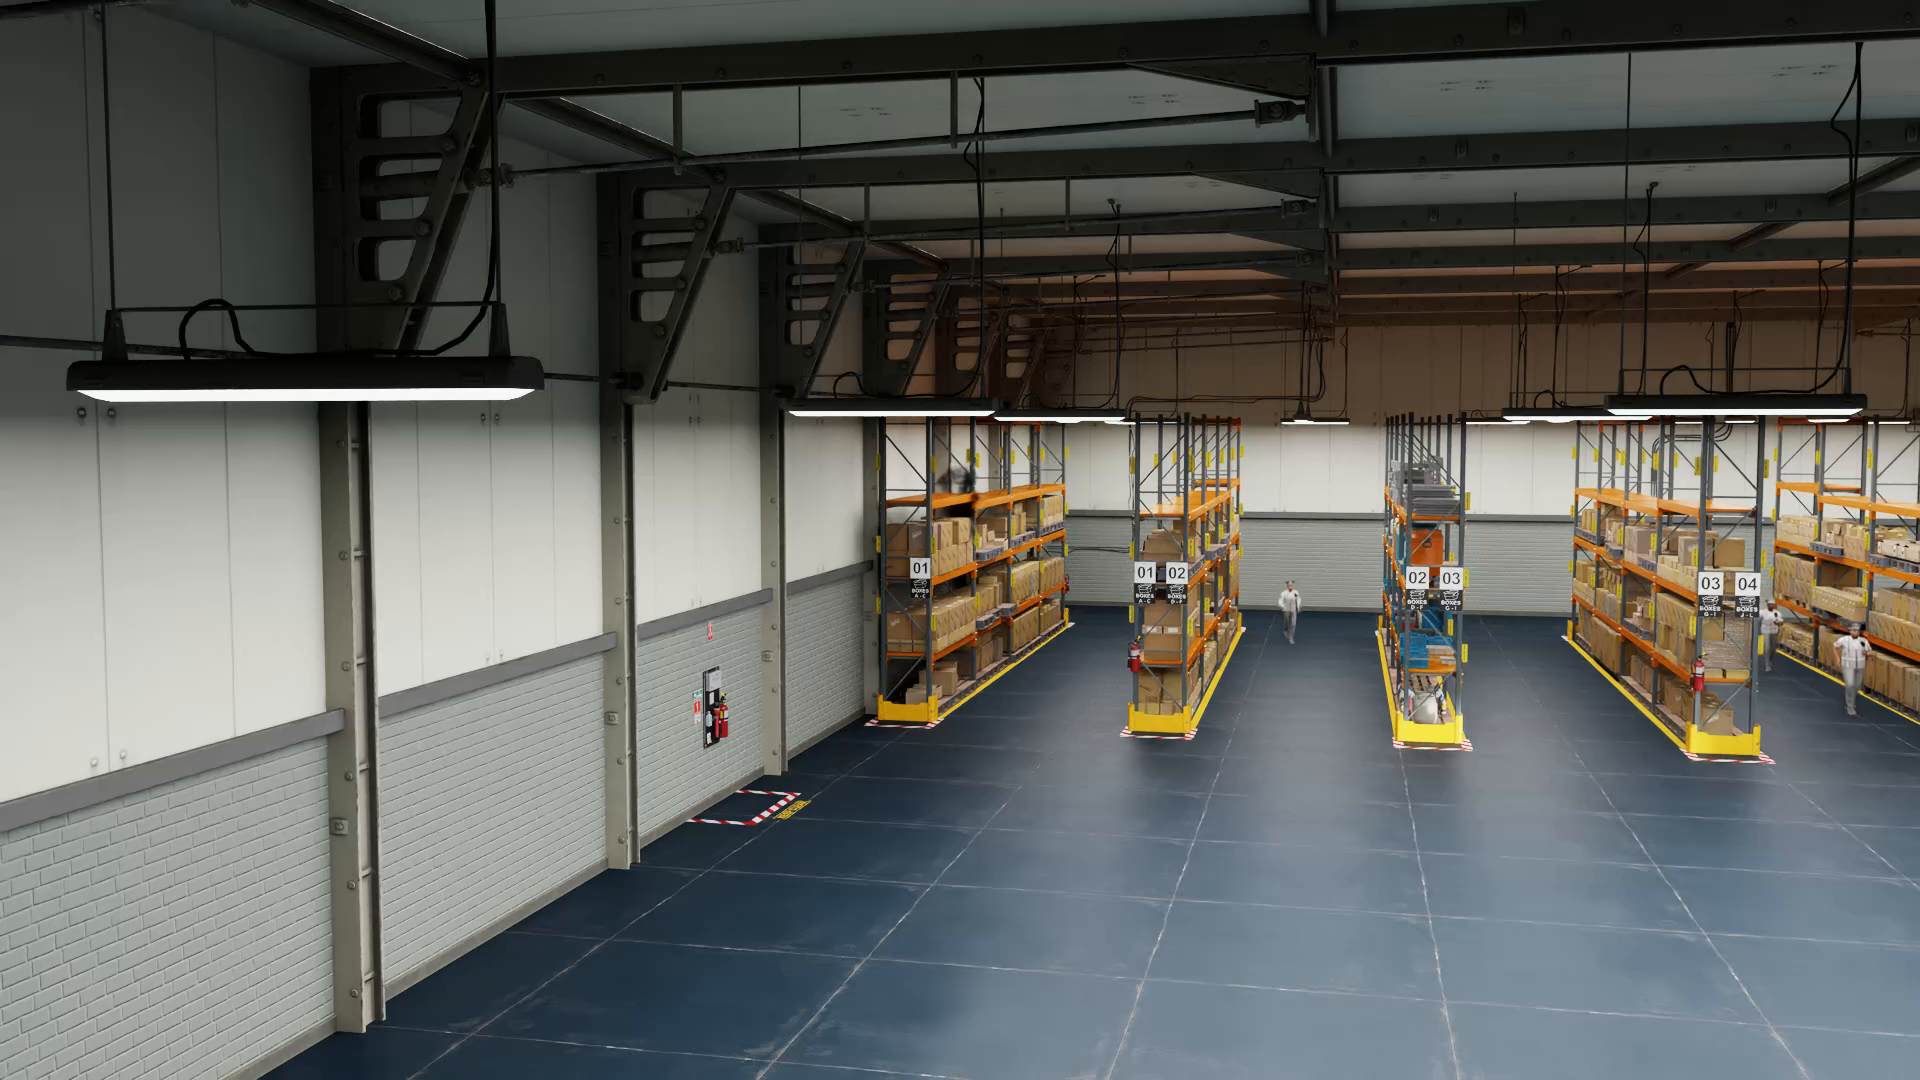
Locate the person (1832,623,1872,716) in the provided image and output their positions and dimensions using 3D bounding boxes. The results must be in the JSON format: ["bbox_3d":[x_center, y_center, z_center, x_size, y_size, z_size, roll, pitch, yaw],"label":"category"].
[{"bbox_3d":[17.937,2.568,33.381,0.646,1.822,0.849,1,4,8],"label":"person"}]

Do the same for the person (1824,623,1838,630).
[{"bbox_3d":[23.058,1.929,44.128,0.595,1.663,0.794,-2,4,-24],"label":"person"}]

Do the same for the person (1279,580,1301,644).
[{"bbox_3d":[8.802,1.901,44.375,0.608,1.683,0.819,0,4,4],"label":"person"}]

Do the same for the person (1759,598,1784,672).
[{"bbox_3d":[19.065,2.206,39.152,0.574,1.689,0.938,1,4,15],"label":"person"}]
